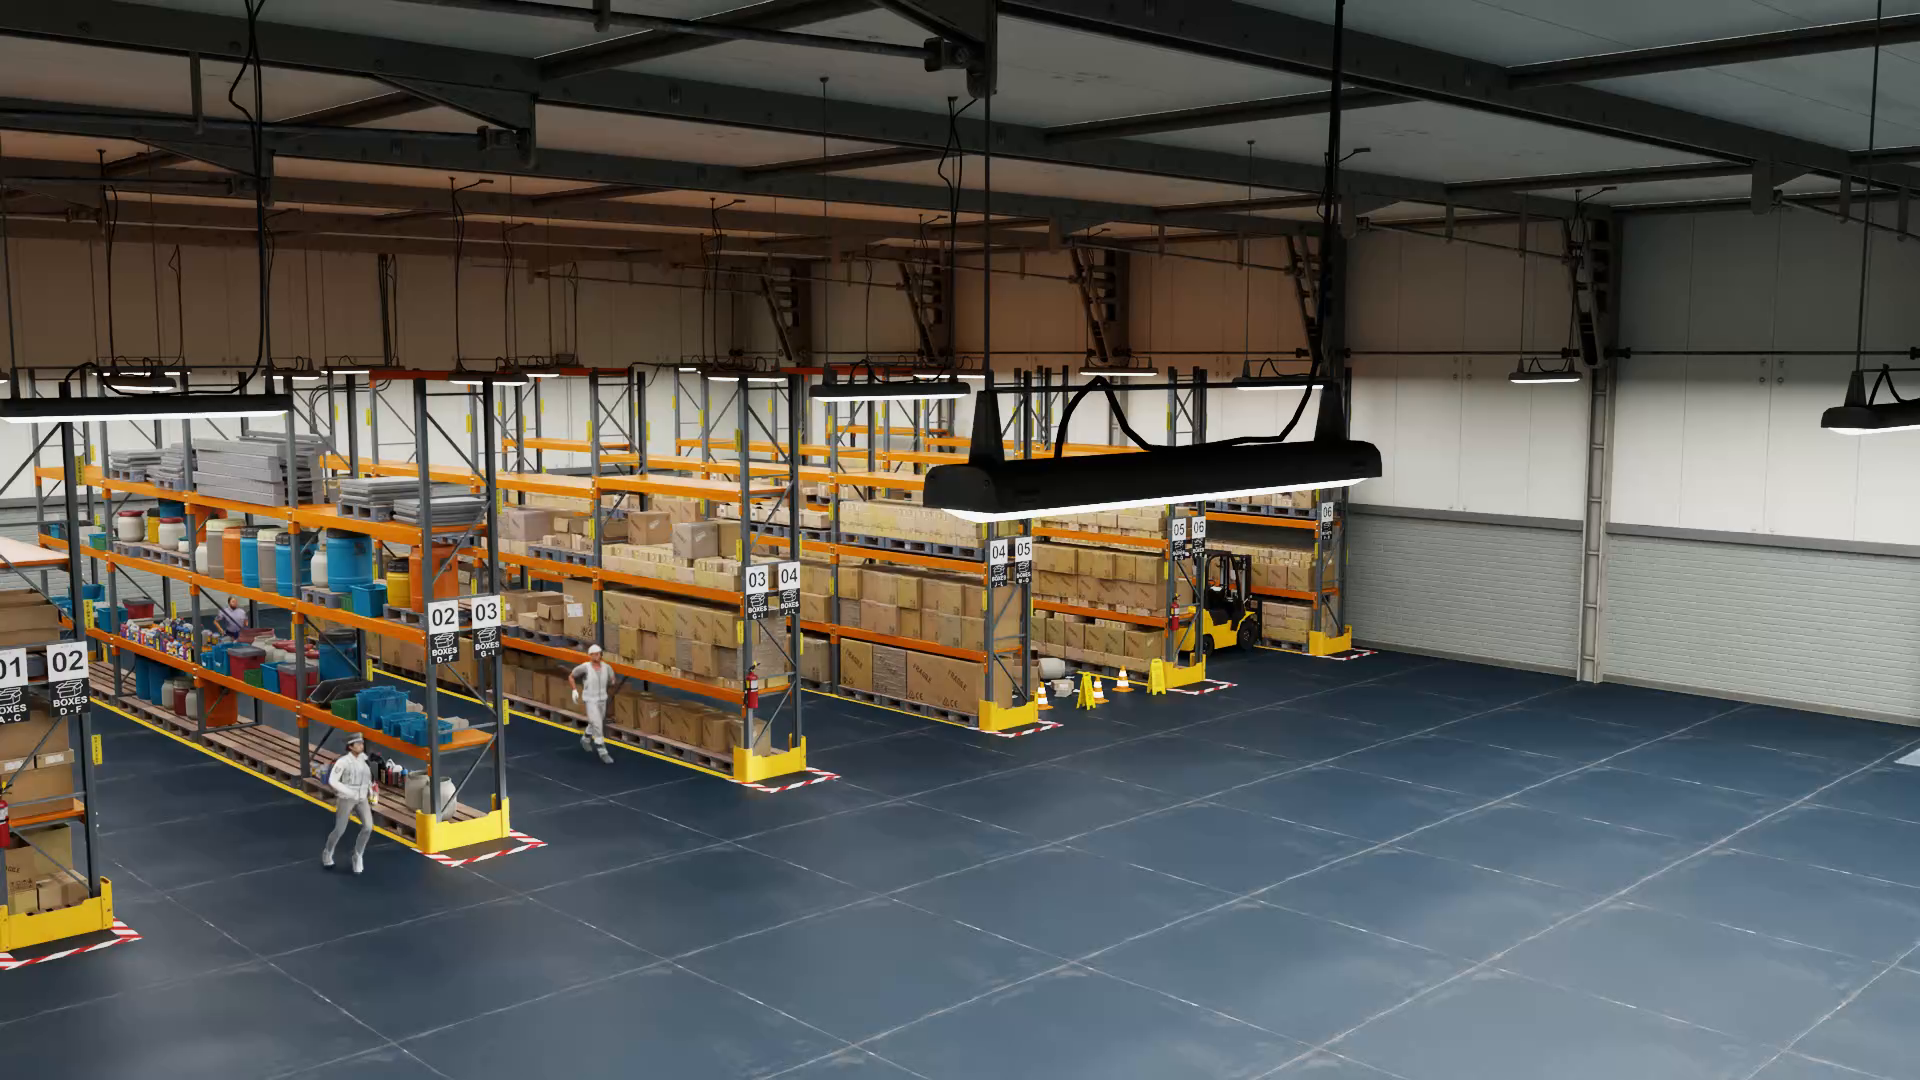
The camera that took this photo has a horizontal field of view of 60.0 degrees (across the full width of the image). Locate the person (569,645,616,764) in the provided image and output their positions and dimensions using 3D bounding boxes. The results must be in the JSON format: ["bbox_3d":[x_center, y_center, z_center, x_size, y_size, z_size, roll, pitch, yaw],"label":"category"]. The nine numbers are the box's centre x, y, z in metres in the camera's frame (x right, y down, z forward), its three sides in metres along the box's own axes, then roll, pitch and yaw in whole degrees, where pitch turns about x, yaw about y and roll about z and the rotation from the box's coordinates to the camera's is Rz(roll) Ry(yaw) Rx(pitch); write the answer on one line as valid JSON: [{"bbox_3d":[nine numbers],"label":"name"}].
[{"bbox_3d":[-5.666,2.501,25.777,0.984,1.790,0.651,6,9,44],"label":"person"}]

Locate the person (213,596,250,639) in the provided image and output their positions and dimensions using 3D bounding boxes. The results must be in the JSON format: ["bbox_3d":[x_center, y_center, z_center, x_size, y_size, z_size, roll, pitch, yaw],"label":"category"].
[{"bbox_3d":[-14.018,1.889,32.120,0.913,1.623,0.615,5,8,36],"label":"person"}]

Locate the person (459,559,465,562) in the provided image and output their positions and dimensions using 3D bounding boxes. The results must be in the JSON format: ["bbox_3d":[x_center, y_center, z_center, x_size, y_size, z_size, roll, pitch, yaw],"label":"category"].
[{"bbox_3d":[-11.490,1.228,38.193,0.612,1.595,0.523,-2,7,-15],"label":"person"}]

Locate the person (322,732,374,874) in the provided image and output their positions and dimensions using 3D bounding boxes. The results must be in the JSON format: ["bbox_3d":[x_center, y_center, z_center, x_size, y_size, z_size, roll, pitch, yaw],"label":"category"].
[{"bbox_3d":[-7.468,3.214,20.471,0.663,1.714,0.678,5,8,37],"label":"person"}]
